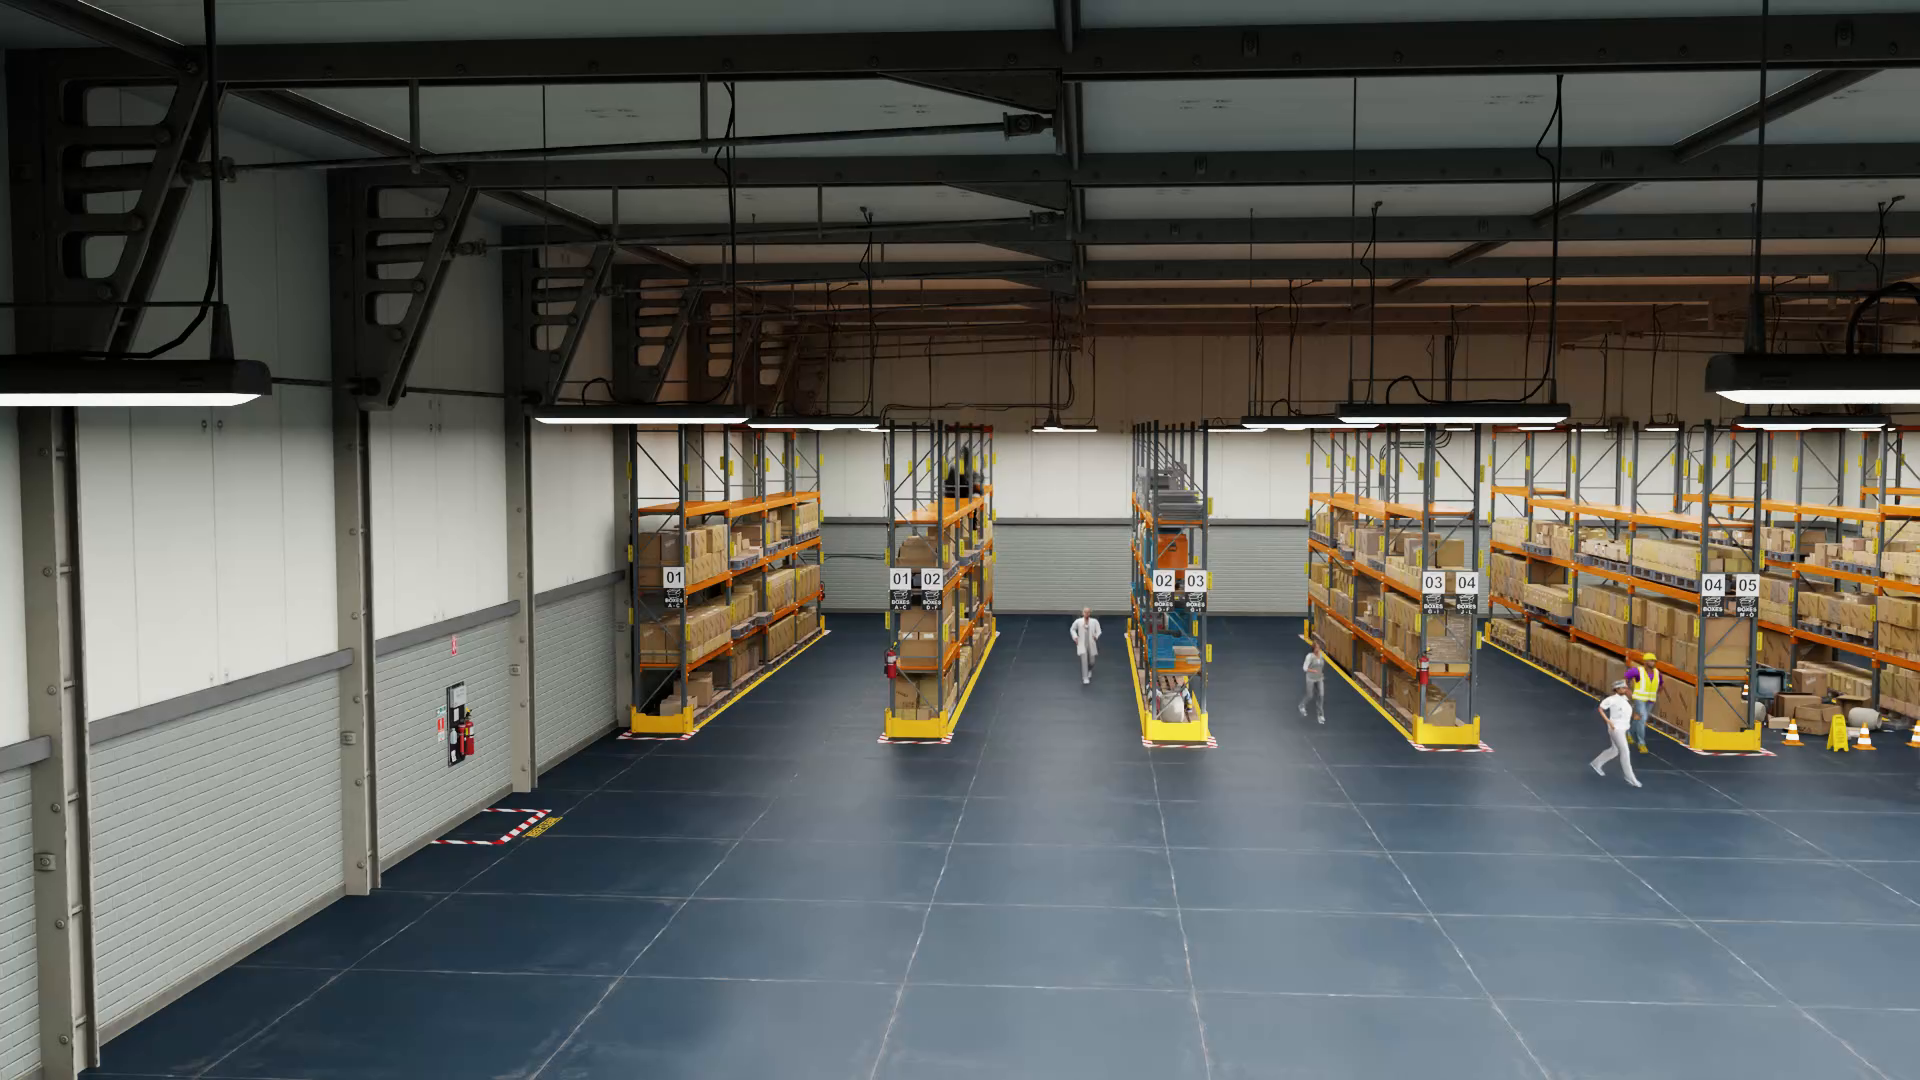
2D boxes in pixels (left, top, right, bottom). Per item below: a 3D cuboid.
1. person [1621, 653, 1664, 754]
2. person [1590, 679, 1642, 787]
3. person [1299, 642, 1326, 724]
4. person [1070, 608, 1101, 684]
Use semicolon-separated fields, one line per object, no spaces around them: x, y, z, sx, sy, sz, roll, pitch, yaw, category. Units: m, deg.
12.461;2.931;30.274;0.729;1.770;0.935;-1;4;-13;person
10.813;3.139;27.361;0.910;1.720;0.575;4;5;45;person
7.063;2.826;33.271;0.516;1.590;0.854;-1;4;-17;person
2.905;2.425;38.388;0.715;1.735;0.826;0;4;-3;person
